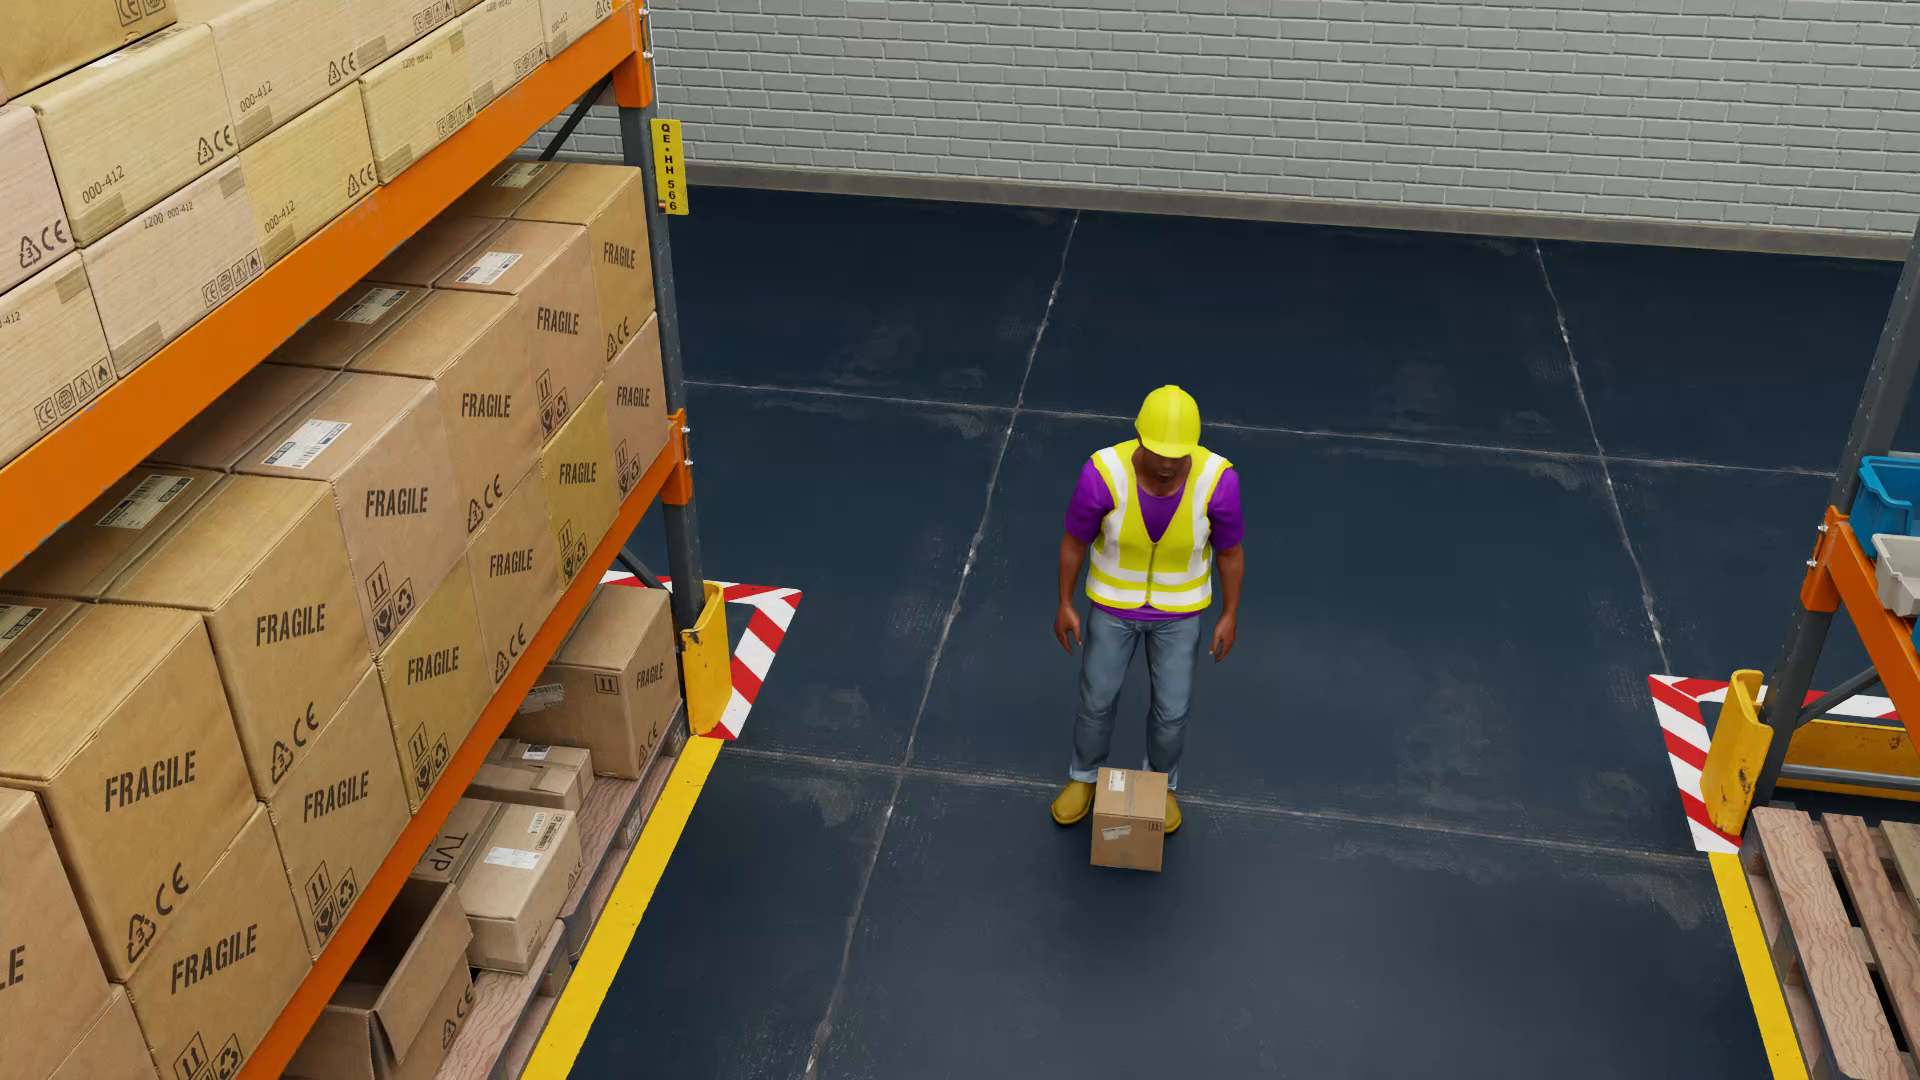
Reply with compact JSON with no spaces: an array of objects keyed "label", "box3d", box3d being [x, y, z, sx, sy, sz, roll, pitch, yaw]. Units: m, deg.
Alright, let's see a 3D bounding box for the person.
[{"label":"person","box3d":[0.645,0.243,5.735,0.635,1.760,0.458,3,32,5]}]
